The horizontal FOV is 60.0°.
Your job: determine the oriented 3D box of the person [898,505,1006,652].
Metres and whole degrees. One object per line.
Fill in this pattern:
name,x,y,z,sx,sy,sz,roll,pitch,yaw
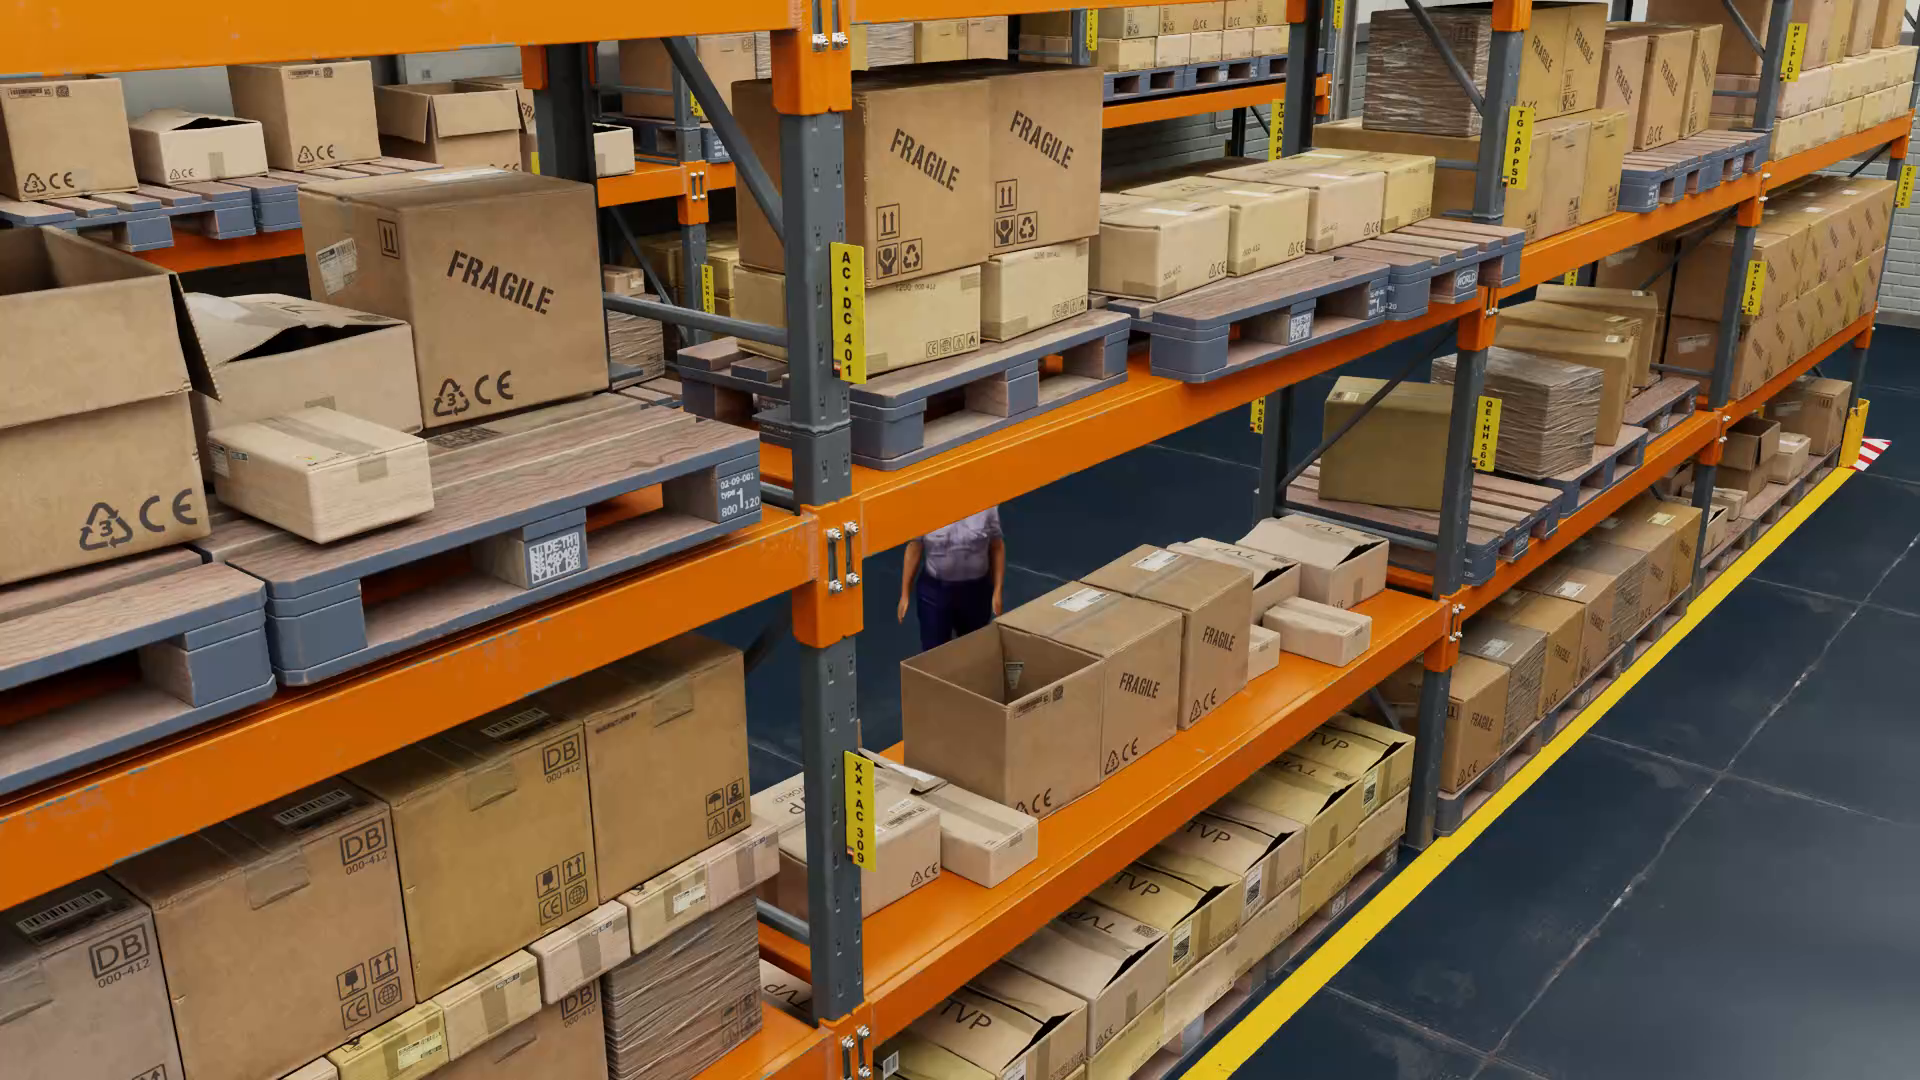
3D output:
person,-0.045,0.305,8.771,0.584,1.642,0.620,-4,21,-11
